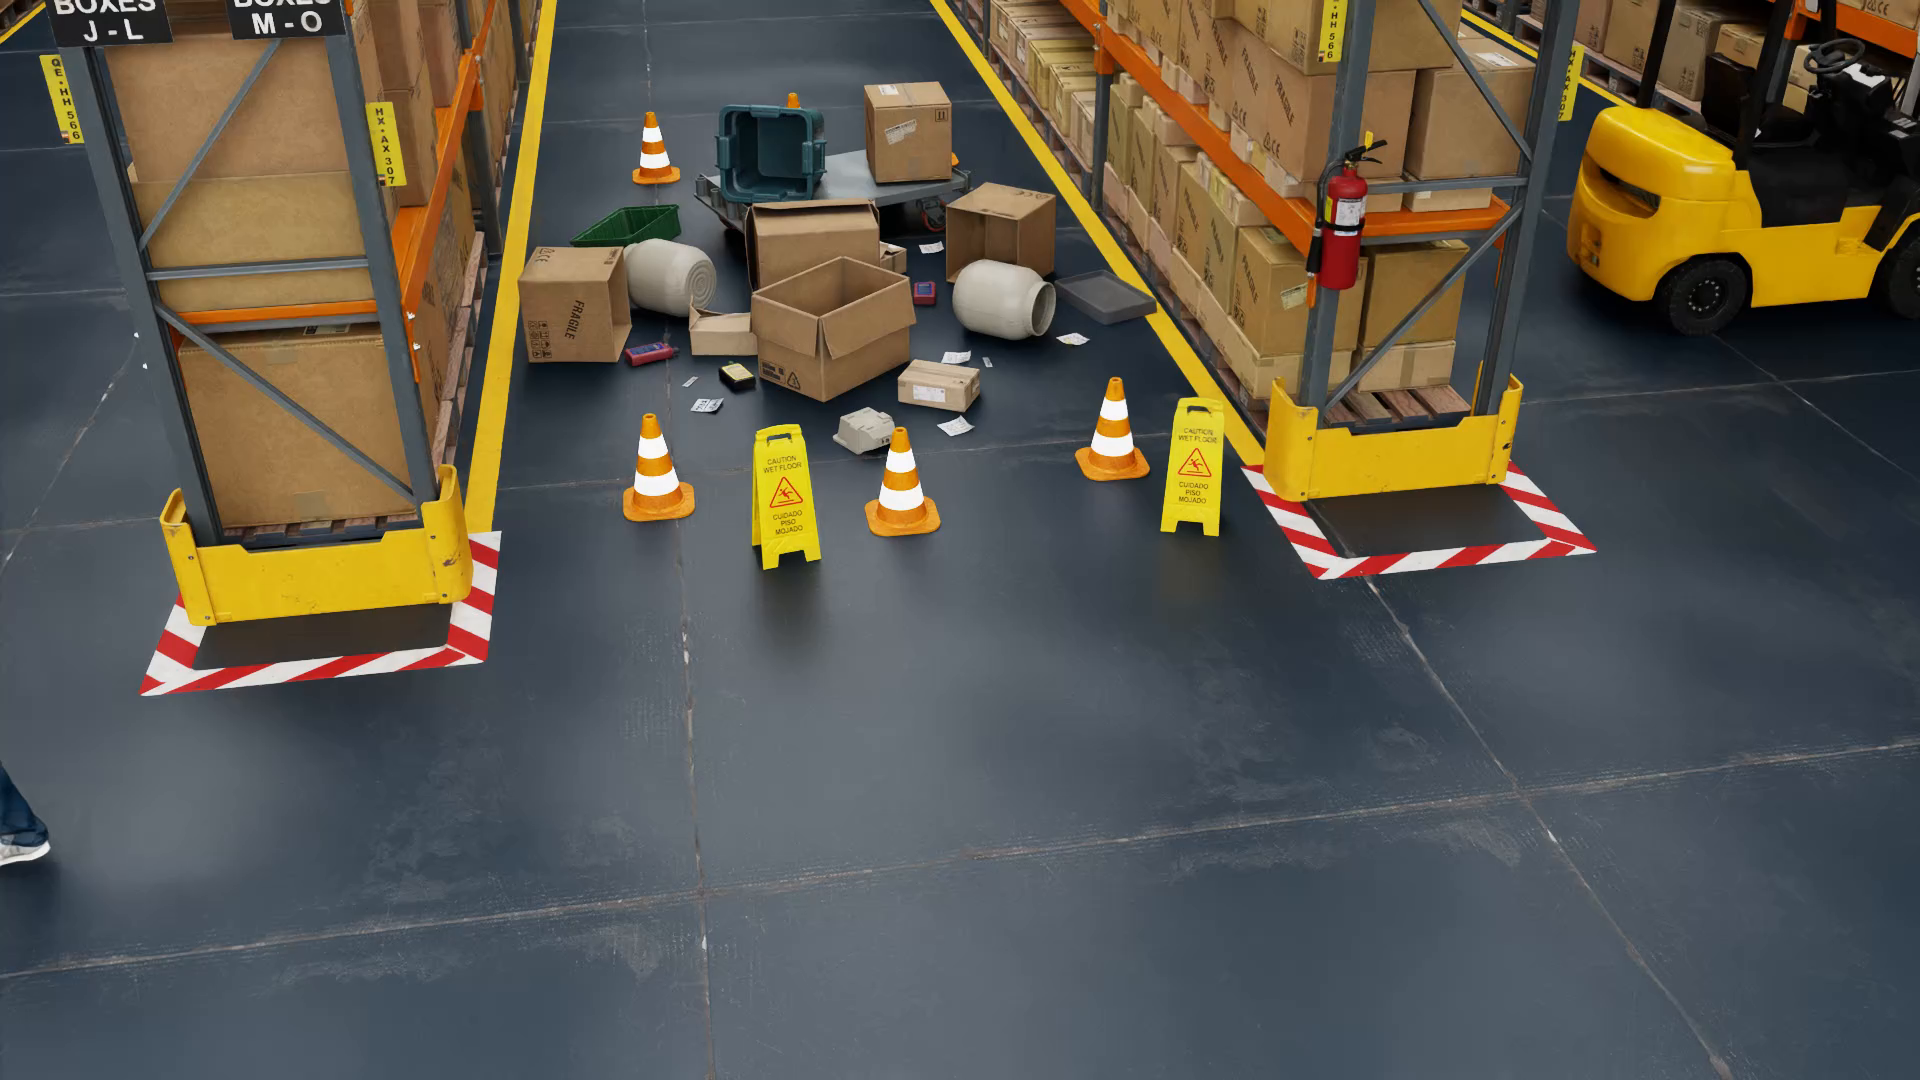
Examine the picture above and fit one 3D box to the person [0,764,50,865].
[{"bbox_3d":[-3.488,0.498,5.307,0.703,1.608,0.498,-4,31,-7],"label":"person"}]
